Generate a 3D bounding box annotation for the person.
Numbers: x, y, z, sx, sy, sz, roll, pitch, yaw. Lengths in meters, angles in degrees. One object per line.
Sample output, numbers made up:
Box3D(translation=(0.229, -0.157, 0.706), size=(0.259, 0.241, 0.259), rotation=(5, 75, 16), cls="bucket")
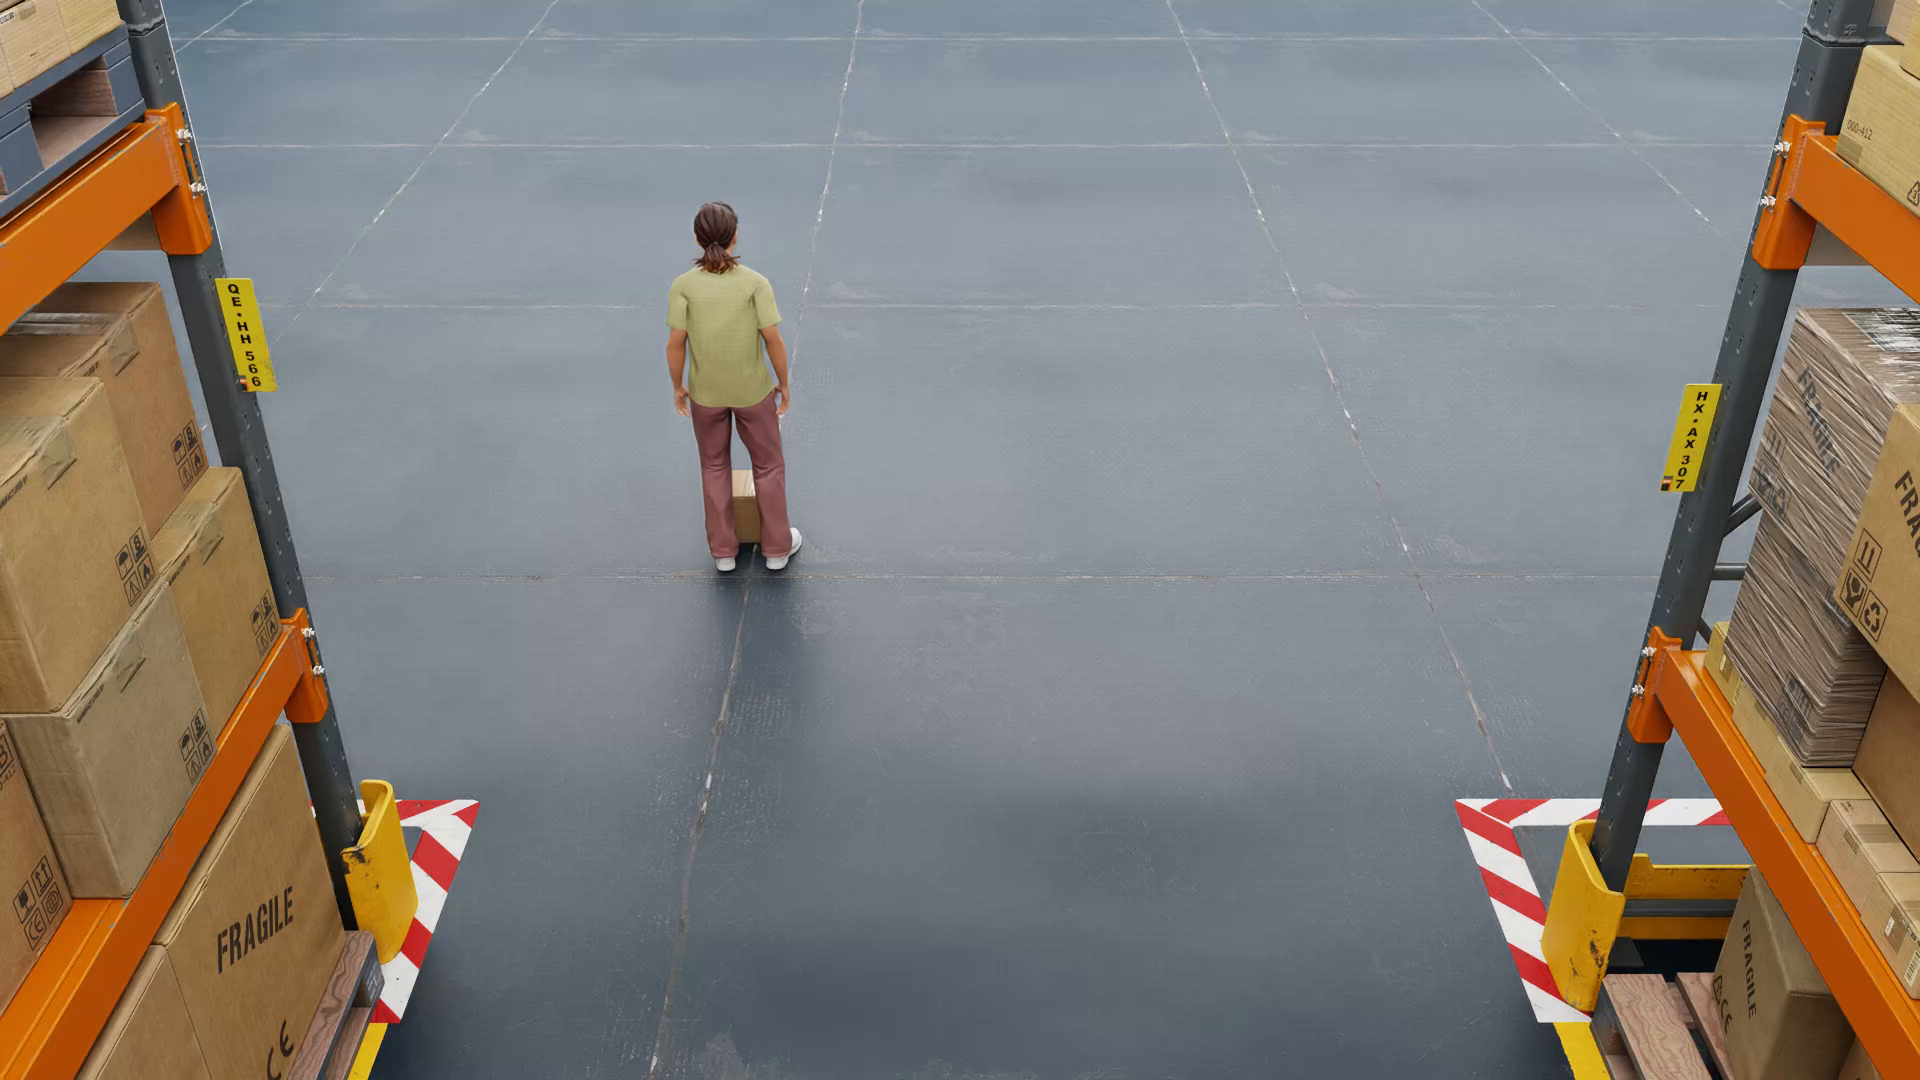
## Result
Box3D(translation=(-0.983, -0.632, 7.163), size=(0.505, 1.672, 0.351), rotation=(-1, 32, -1), cls="person")
